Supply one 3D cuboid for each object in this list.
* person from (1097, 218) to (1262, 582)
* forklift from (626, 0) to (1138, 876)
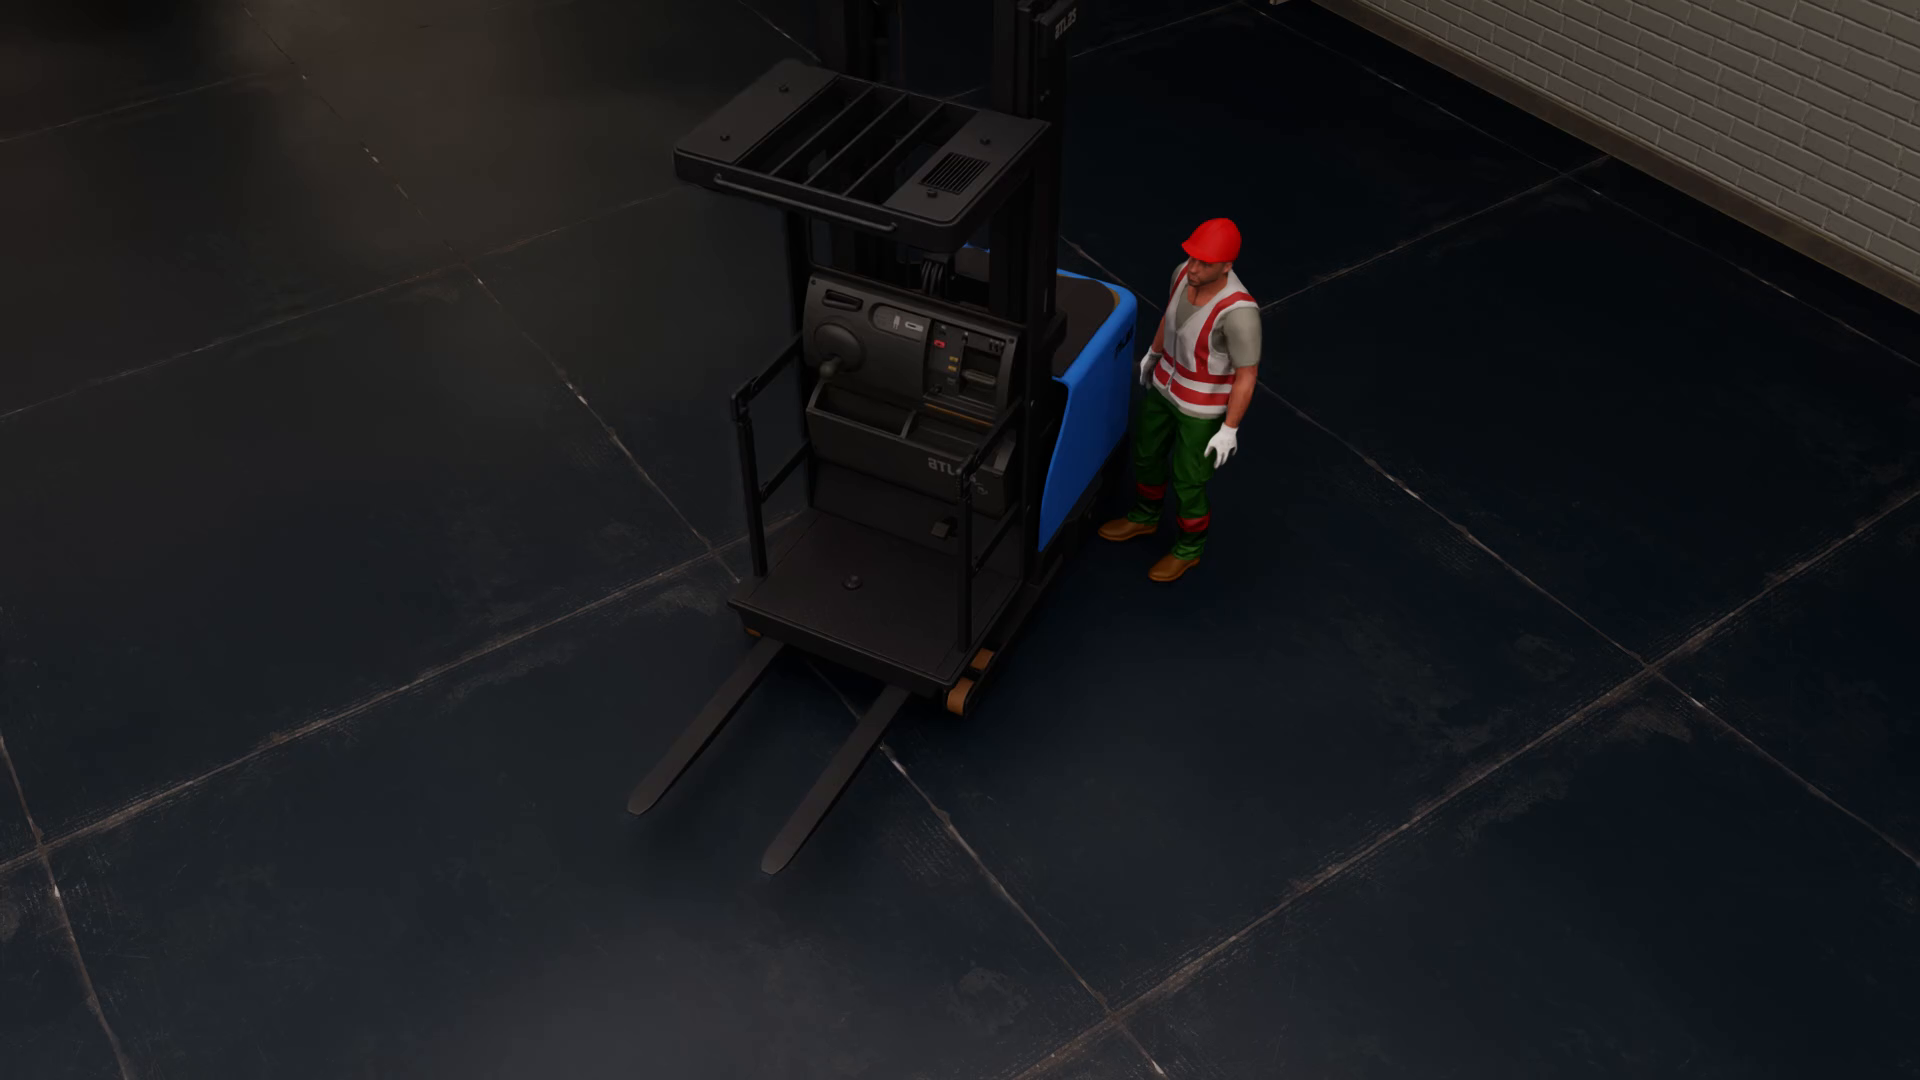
[{"bbox_3d":[0.970,-0.605,7.217,0.462,1.789,0.694,-22,47,-22],"label":"person"},{"bbox_3d":[-0.302,-0.680,6.453,1.130,2.935,3.031,19,46,20],"label":"forklift"}]
